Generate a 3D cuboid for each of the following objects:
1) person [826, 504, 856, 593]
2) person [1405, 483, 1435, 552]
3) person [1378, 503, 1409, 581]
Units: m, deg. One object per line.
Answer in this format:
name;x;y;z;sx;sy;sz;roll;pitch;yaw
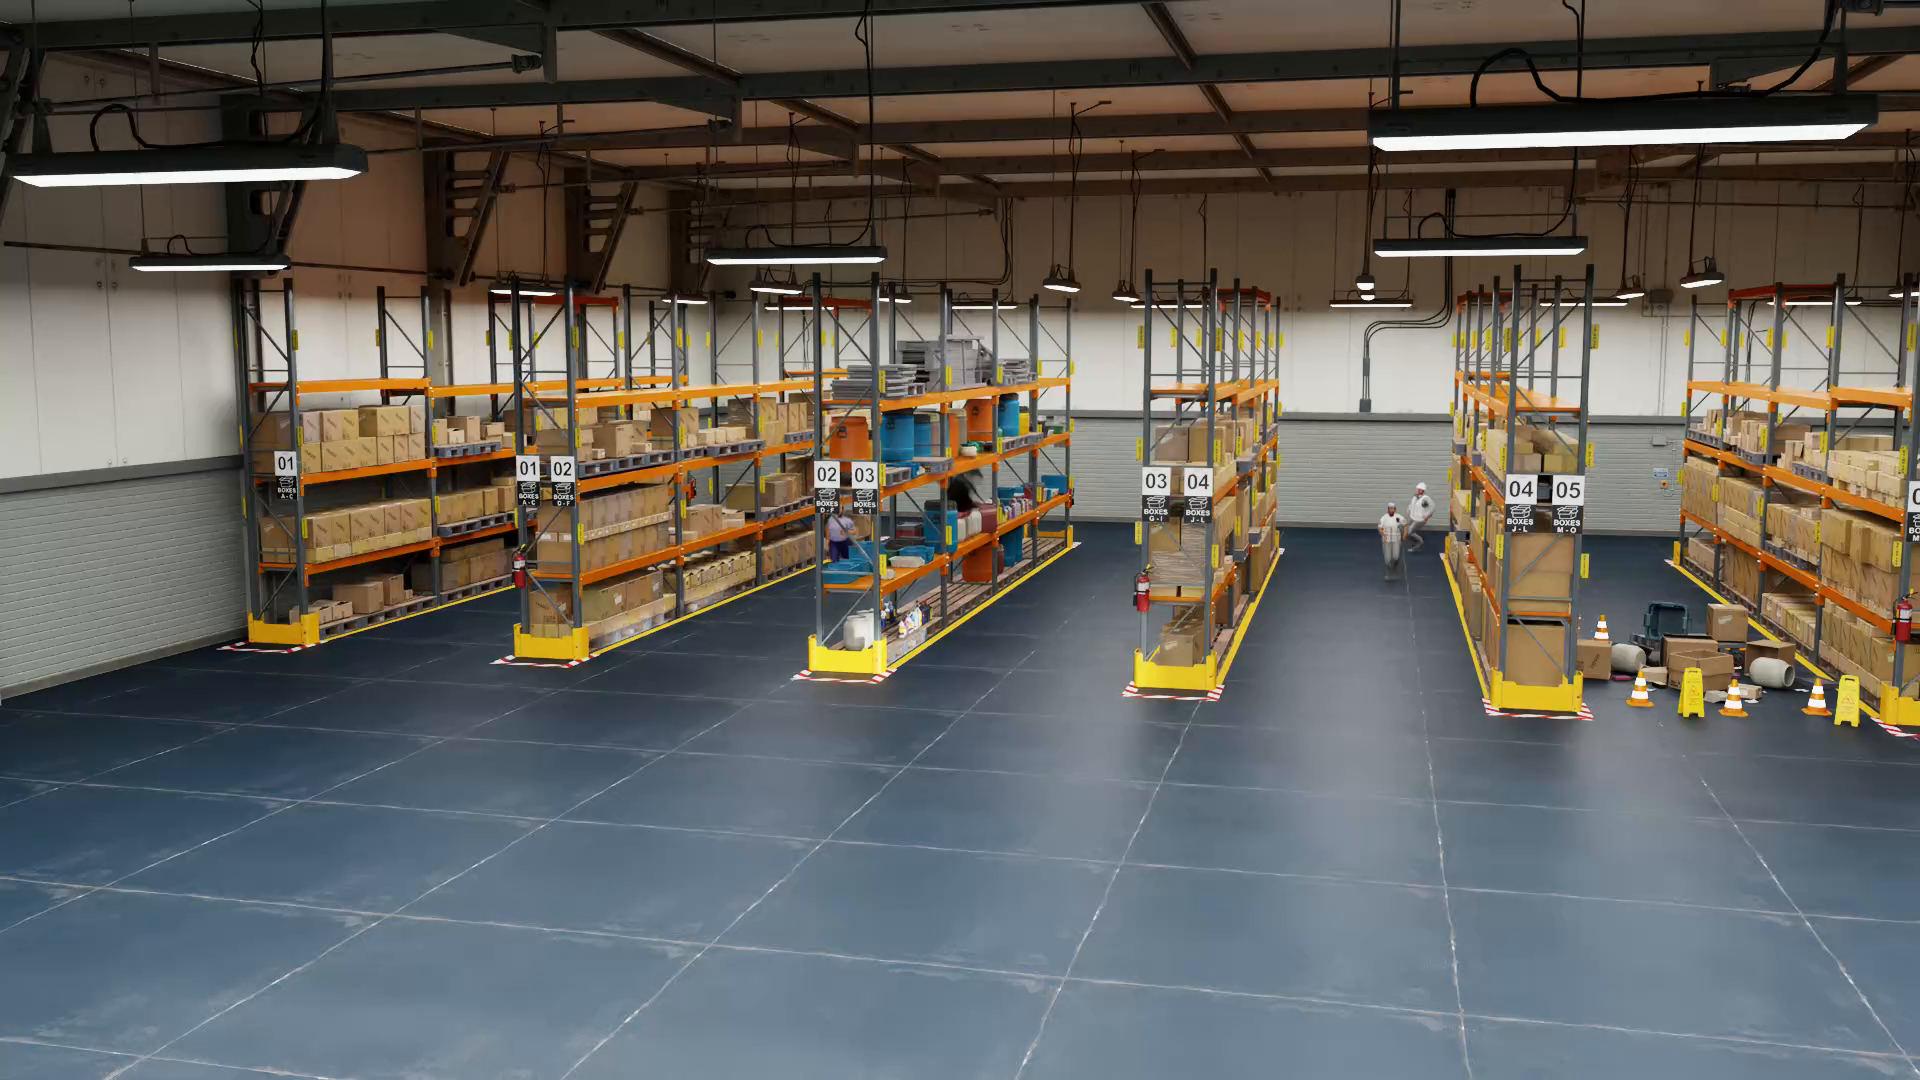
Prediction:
person;-2.249;0.167;31.225;0.607;1.691;0.846;1;7;6
person;10.785;-0.519;39.216;0.527;1.680;0.782;-3;7;-20
person;9.003;0.038;34.650;0.608;1.631;0.598;3;7;22
